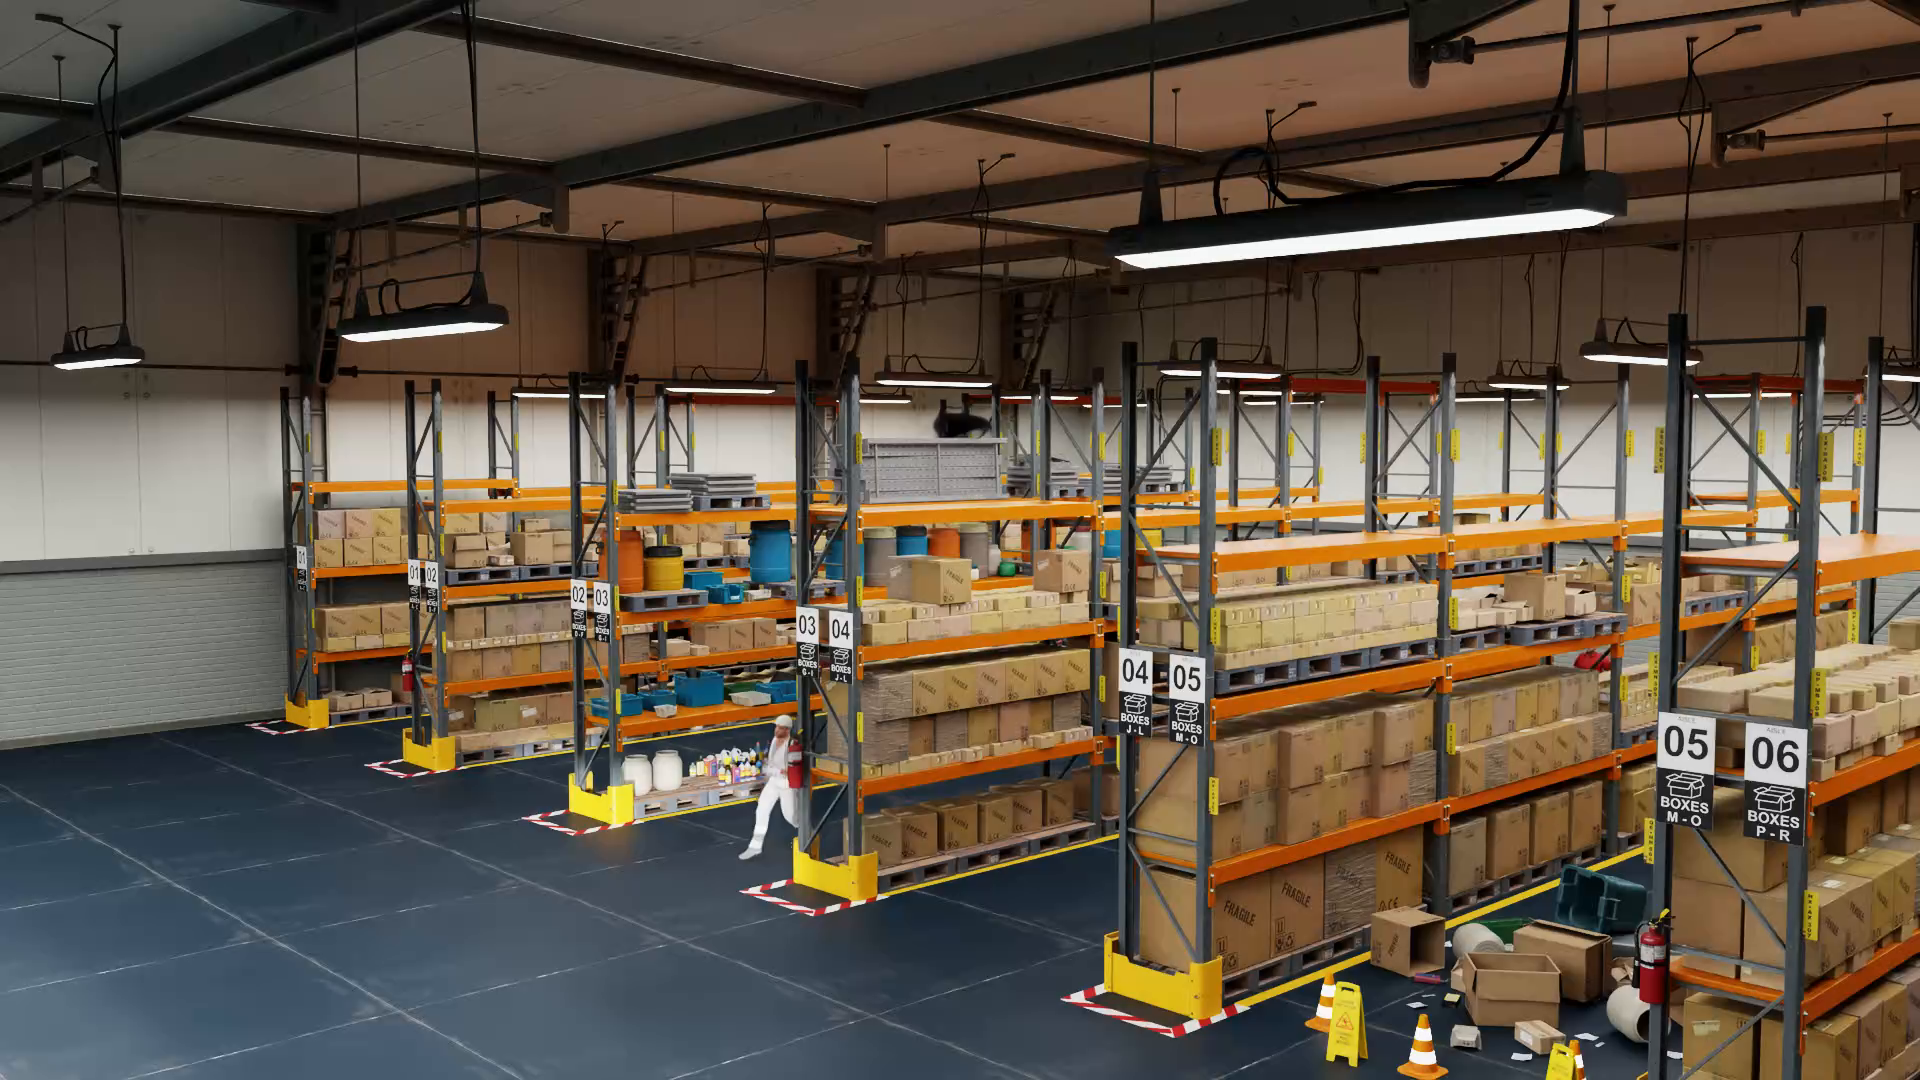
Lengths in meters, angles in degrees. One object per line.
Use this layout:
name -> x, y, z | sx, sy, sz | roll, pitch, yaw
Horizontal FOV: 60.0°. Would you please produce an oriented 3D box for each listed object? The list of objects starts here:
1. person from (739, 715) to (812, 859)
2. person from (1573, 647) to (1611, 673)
person -> -2.130, 2.975, 20.216 | 0.998, 1.753, 0.709 | -4, 5, -45
person -> 10.729, 2.529, 28.290 | 0.665, 1.686, 0.603 | 3, 5, 41
